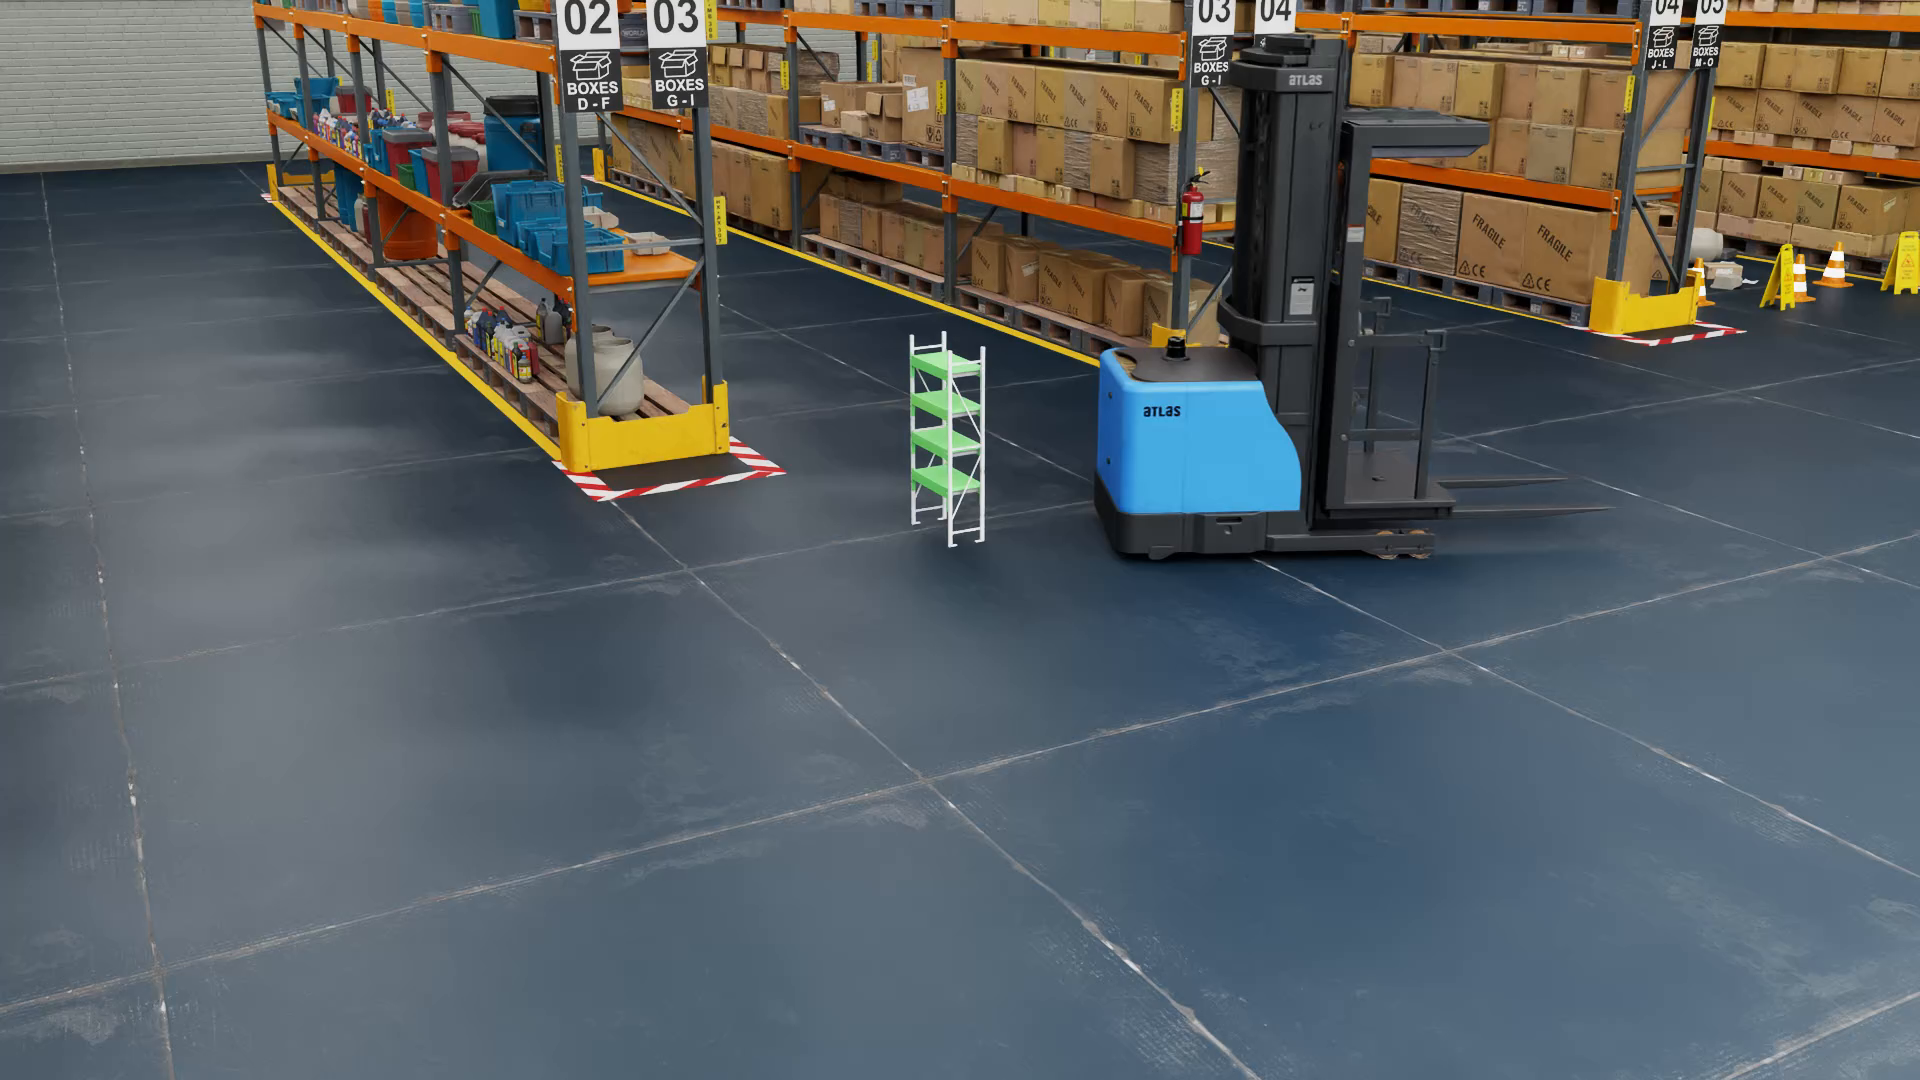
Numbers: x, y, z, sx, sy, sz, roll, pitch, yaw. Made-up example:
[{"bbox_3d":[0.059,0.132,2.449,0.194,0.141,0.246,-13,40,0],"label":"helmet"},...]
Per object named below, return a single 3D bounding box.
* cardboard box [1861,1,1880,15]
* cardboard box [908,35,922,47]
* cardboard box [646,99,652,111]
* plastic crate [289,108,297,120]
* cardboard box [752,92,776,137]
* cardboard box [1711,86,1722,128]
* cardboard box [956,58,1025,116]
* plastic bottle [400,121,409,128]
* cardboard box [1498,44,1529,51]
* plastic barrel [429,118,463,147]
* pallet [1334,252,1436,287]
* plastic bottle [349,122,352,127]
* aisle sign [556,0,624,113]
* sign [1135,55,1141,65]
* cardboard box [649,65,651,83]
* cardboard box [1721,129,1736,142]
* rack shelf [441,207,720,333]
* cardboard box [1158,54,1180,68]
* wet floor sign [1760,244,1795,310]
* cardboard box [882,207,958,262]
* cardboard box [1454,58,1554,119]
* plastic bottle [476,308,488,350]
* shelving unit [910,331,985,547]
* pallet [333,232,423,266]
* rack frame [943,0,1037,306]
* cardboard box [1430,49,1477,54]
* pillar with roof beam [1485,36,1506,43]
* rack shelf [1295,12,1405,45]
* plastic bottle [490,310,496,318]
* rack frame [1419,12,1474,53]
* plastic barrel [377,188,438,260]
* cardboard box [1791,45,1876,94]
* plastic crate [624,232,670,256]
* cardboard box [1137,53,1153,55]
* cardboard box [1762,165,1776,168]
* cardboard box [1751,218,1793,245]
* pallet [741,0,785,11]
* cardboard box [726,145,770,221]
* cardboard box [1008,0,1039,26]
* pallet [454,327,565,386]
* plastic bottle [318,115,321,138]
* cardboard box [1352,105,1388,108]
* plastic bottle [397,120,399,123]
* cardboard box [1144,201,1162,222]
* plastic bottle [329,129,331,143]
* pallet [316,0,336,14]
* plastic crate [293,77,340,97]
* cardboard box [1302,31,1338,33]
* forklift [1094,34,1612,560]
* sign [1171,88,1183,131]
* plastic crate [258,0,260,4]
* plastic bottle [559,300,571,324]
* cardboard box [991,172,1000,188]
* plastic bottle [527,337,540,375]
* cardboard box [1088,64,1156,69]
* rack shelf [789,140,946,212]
[{"bbox_3d":[10.205,-5.889,18.387,0.380,0.149,0.250,-10,21,-26],"label":"cardboard box"},{"bbox_3d":[-0.529,-8.291,27.419,0.500,0.500,0.500,-11,22,-28],"label":"cardboard box"},{"bbox_3d":[-4.416,-6.423,24.533,0.380,0.149,0.250,-10,21,-26],"label":"cardboard box"},{"bbox_3d":[-8.945,-5.800,22.653,0.293,0.136,0.466,-10,21,-27],"label":"plastic crate"},{"bbox_3d":[-2.279,-5.356,20.902,0.500,0.500,0.500,-10,22,-27],"label":"cardboard box"},{"bbox_3d":[9.248,-5.326,20.359,0.500,0.500,0.500,-10,21,-27],"label":"cardboard box"},{"bbox_3d":[0.295,-4.405,16.158,0.500,0.500,0.500,-10,21,-27],"label":"cardboard box"},{"bbox_3d":[-6.533,-4.808,19.657,0.152,0.276,0.135,-10,21,-27],"label":"plastic bottle"},{"bbox_3d":[9.872,-8.438,29.191,0.700,0.500,0.500,-10,21,-26],"label":"cardboard box"},{"bbox_3d":[-5.277,-4.085,17.200,0.421,0.512,0.421,0,19,0],"label":"plastic barrel"},{"bbox_3d":[5.010,-3.104,18.804,1.003,0.211,1.213,-10,21,-27],"label":"pallet"},{"bbox_3d":[-7.169,-4.787,19.602,0.097,0.271,0.097,0,19,0],"label":"plastic bottle"},{"bbox_3d":[-2.382,-3.160,10.706,0.394,0.787,0.004,-10,21,-27],"label":"aisle sign"},{"bbox_3d":[2.345,-6.224,21.917,0.100,0.325,0.005,-10,21,-27],"label":"sign"},{"bbox_3d":[-4.182,-6.869,24.064,0.500,0.500,0.500,-10,21,-26],"label":"cardboard box"},{"bbox_3d":[9.453,-4.905,20.134,0.380,0.149,0.250,-10,21,-27],"label":"cardboard box"},{"bbox_3d":[-3.105,-2.232,13.104,1.077,0.370,4.000,-10,21,-27],"label":"rack shelf"},{"bbox_3d":[3.023,-6.190,21.787,0.700,0.500,0.500,-10,21,-27],"label":"cardboard box"},{"bbox_3d":[8.373,-2.690,16.937,0.267,0.644,0.232,-14,24,-36],"label":"wet floor sign"},{"bbox_3d":[-0.444,-3.420,18.601,0.700,0.500,0.500,-12,22,-31],"label":"cardboard box"},{"bbox_3d":[5.620,-4.656,17.140,0.875,0.550,0.500,-10,21,-27],"label":"cardboard box"},{"bbox_3d":[-4.036,-1.806,14.153,0.144,0.351,0.185,-9,21,-25],"label":"plastic bottle"},{"bbox_3d":[-0.079,-0.615,10.073,0.258,1.200,0.503,-10,21,-27],"label":"shelving unit"},{"bbox_3d":[-6.940,-3.546,20.084,1.003,0.211,1.213,-10,21,-27],"label":"pallet"},{"bbox_3d":[0.305,-3.913,16.874,1.000,3.000,0.127,-10,21,-27],"label":"rack frame"},{"bbox_3d":[7.137,-6.818,24.039,0.500,0.500,0.500,-11,22,-28],"label":"cardboard box"},{"bbox_3d":[6.268,-11.023,28.282,9.100,9.000,0.400,-10,21,-27],"label":"pillar with roof beam"},{"bbox_3d":[3.768,-6.305,20.308,1.077,0.370,4.000,-10,21,-27],"label":"rack shelf"},{"bbox_3d":[-4.018,-1.839,14.352,0.061,0.283,0.133,-10,21,-27],"label":"plastic bottle"},{"bbox_3d":[7.127,-6.597,24.650,1.000,3.000,0.127,-10,21,-27],"label":"rack frame"},{"bbox_3d":[-6.201,-3.605,18.663,0.600,0.830,0.708,-10,21,-27],"label":"plastic barrel"},{"bbox_3d":[9.924,-5.350,18.896,0.700,0.500,0.500,-10,22,-27],"label":"cardboard box"},{"bbox_3d":[-2.297,-2.180,12.255,0.298,0.136,0.250,-10,21,-27],"label":"plastic crate"},{"bbox_3d":[3.556,-9.084,30.172,0.500,0.500,0.500,-11,22,-28],"label":"cardboard box"},{"bbox_3d":[9.786,-4.428,20.786,0.500,0.500,0.500,-10,21,-26],"label":"cardboard box"},{"bbox_3d":[9.812,-3.689,19.794,0.500,0.250,0.500,-11,22,-29],"label":"cardboard box"},{"bbox_3d":[-1.947,-6.567,20.255,1.213,0.211,1.003,-9,21,-24],"label":"pallet"},{"bbox_3d":[-2.321,-4.714,21.808,1.225,0.875,0.875,-10,21,-26],"label":"cardboard box"},{"bbox_3d":[0.775,-4.796,15.064,0.500,0.250,0.500,-11,22,-29],"label":"cardboard box"},{"bbox_3d":[-3.772,-1.629,14.528,1.003,0.211,1.213,-10,21,-27],"label":"pallet"},{"bbox_3d":[-7.874,-5.114,20.551,0.097,0.271,0.097,0,19,0],"label":"plastic bottle"},{"bbox_3d":[4.903,-4.620,18.690,0.875,0.550,0.550,-10,21,-27],"label":"cardboard box"},{"bbox_3d":[-6.706,-4.887,19.893,0.097,0.271,0.097,0,19,0],"label":"plastic bottle"},{"bbox_3d":[1.769,-2.768,13.940,0.380,0.149,0.250,-10,21,-27],"label":"cardboard box"},{"bbox_3d":[-7.498,-4.854,19.903,0.097,0.201,0.097,0,19,0],"label":"plastic bottle"},{"bbox_3d":[-6.854,-6.236,19.297,1.003,0.211,1.213,-10,21,-27],"label":"pallet"},{"bbox_3d":[-9.429,-6.569,24.423,0.616,0.435,0.499,-10,21,-27],"label":"plastic crate"},{"bbox_3d":[5.912,-8.028,27.112,0.500,0.500,0.500,-10,21,-26],"label":"cardboard box"},{"bbox_3d":[2.391,-1.441,9.815,3.031,2.935,1.130,-1,19,-4],"label":"forklift"},{"bbox_3d":[1.706,-3.382,13.073,0.100,0.325,0.005,-10,21,-27],"label":"sign"},{"bbox_3d":[-9.815,-7.794,23.720,0.497,0.269,0.590,-10,21,-27],"label":"plastic crate"},{"bbox_3d":[-3.404,-1.907,14.445,0.144,0.351,0.185,-11,22,-29],"label":"plastic bottle"},{"bbox_3d":[0.519,-3.475,15.988,0.380,0.149,0.250,-10,21,-27],"label":"cardboard box"},{"bbox_3d":[-3.415,-1.474,13.296,0.061,0.283,0.133,-10,21,-27],"label":"plastic bottle"},{"bbox_3d":[1.470,-4.056,15.146,0.500,0.500,0.500,-10,21,-27],"label":"cardboard box"},{"bbox_3d":[-0.645,-4.147,18.655,1.077,0.370,4.000,-10,21,-27],"label":"rack shelf"}]
